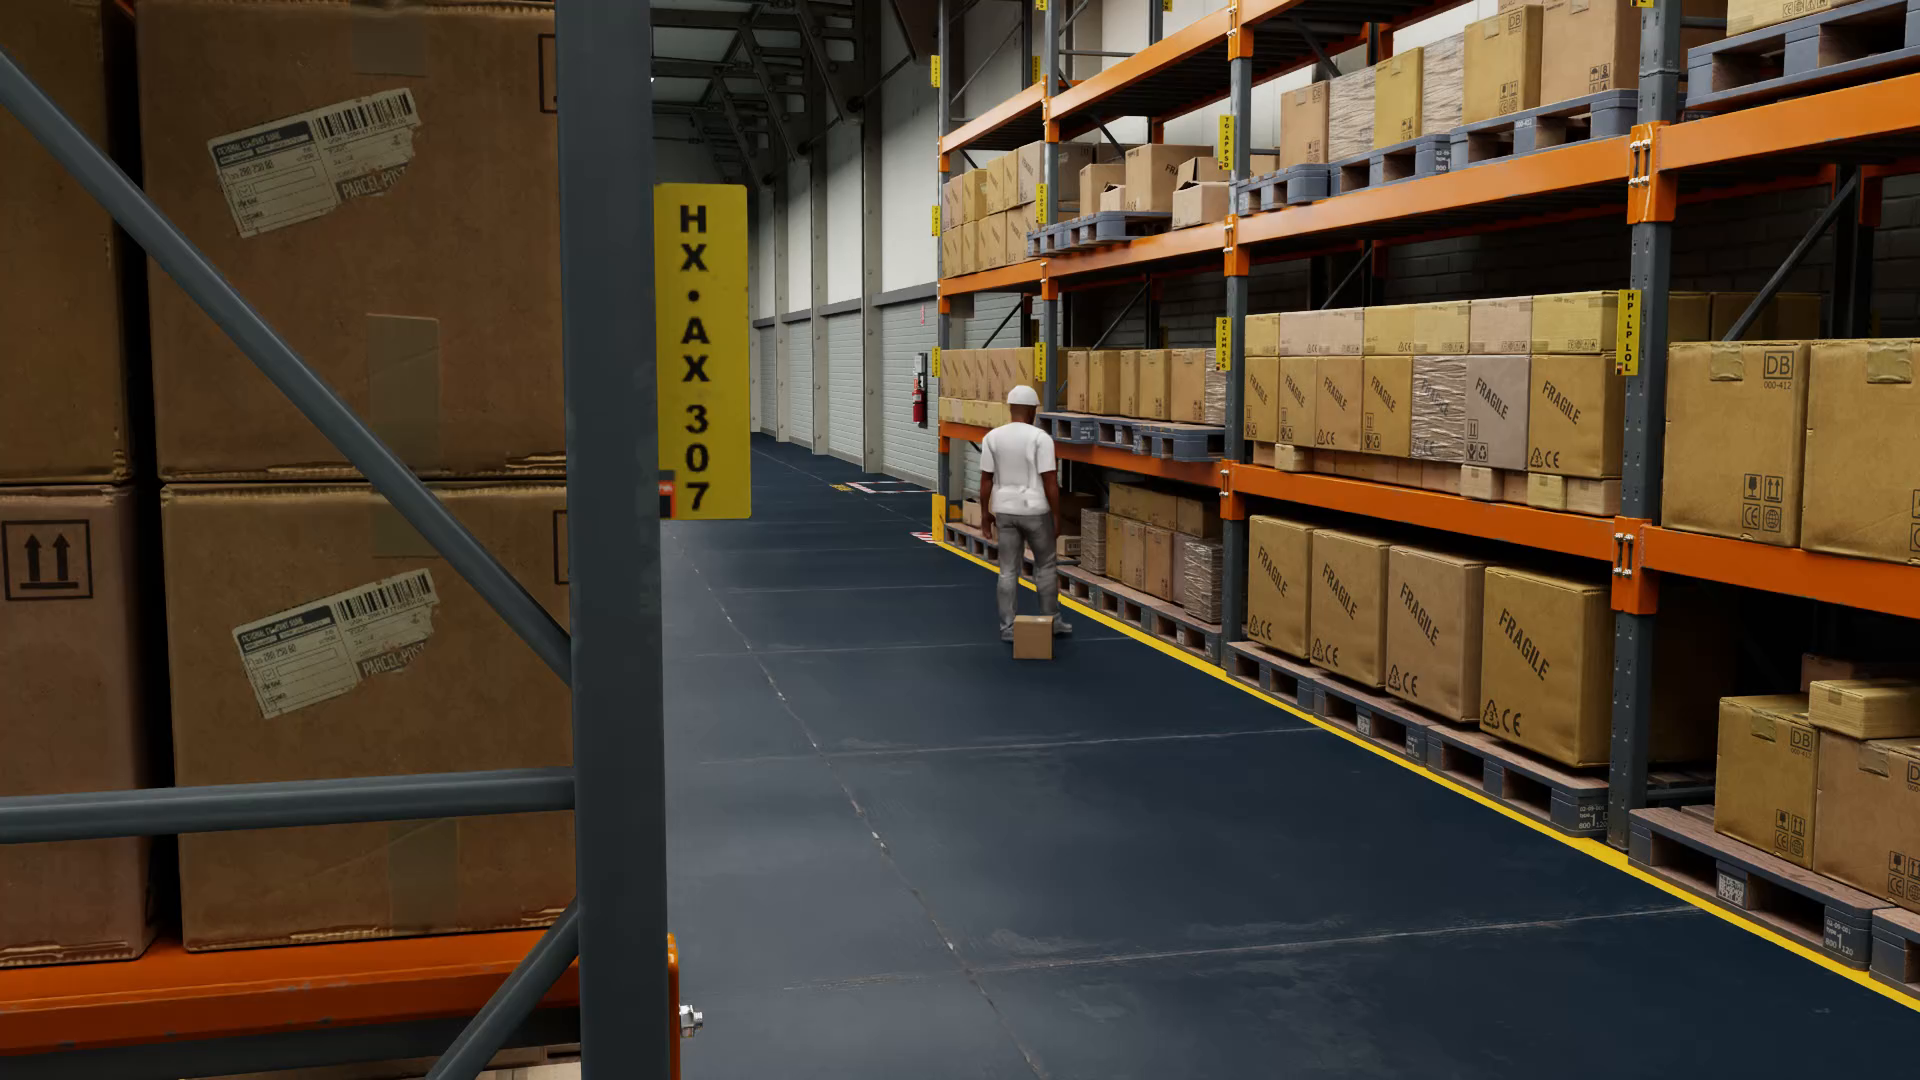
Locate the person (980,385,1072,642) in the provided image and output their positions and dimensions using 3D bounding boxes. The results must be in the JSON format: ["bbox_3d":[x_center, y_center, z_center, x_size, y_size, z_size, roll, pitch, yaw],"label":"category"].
[{"bbox_3d":[0.488,-0.201,11.629,0.594,1.759,0.669,3,7,25],"label":"person"}]
